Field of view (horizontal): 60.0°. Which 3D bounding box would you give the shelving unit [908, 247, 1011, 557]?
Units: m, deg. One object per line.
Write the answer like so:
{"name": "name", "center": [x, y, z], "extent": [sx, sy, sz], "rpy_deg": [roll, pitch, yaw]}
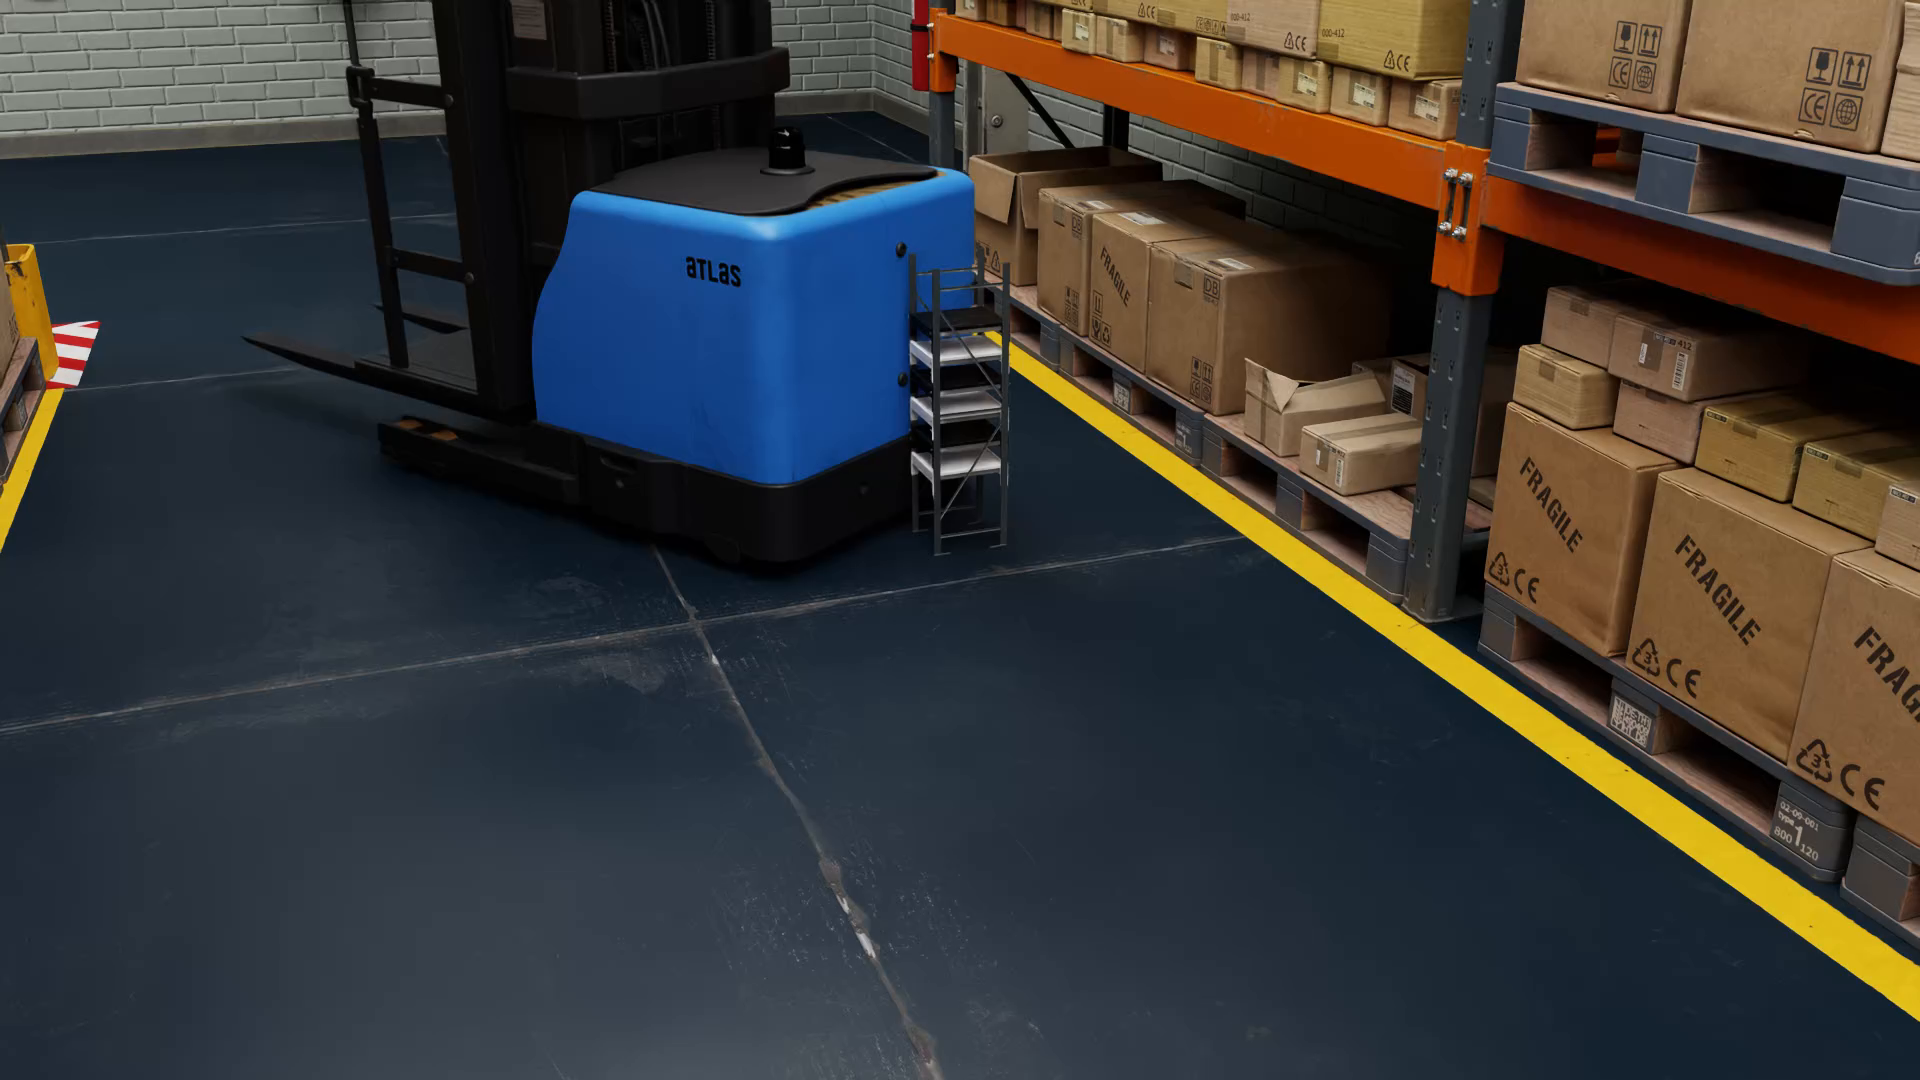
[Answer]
{"name": "shelving unit", "center": [-0.003, -0.418, 5.082], "extent": [0.258, 0.900, 0.210], "rpy_deg": [-8, 24, -19]}

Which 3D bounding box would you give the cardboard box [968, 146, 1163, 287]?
{"name": "cardboard box", "center": [0.469, -1.489, 7.594], "extent": [0.797, 0.503, 0.637], "rpy_deg": [-9, 25, -21]}

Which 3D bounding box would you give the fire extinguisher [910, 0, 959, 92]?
{"name": "fire extinguisher", "center": [-0.143, -2.464, 7.813], "extent": [0.296, 0.674, 0.183], "rpy_deg": [-8, 24, -19]}

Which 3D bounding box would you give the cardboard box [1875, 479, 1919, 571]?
{"name": "cardboard box", "center": [2.067, -0.026, 3.292], "extent": [0.380, 0.149, 0.250], "rpy_deg": [-8, 24, -19]}

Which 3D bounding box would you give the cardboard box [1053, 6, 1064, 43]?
{"name": "cardboard box", "center": [0.590, -2.035, 6.540], "extent": [0.380, 0.149, 0.250], "rpy_deg": [-8, 24, -18]}

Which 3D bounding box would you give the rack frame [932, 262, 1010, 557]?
{"name": "rack frame", "center": [0.033, -0.381, 4.995], "extent": [0.240, 0.900, 0.006], "rpy_deg": [-8, 24, -19]}

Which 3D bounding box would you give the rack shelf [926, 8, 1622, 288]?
{"name": "rack shelf", "center": [1.048, -1.623, 6.164], "extent": [1.077, 0.370, 4.000], "rpy_deg": [-8, 24, -19]}

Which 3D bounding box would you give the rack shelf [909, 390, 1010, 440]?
{"name": "rack shelf", "center": [-0.003, -0.387, 5.095], "extent": [0.258, 0.077, 0.200], "rpy_deg": [-8, 24, -19]}

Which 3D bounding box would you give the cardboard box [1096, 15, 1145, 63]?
{"name": "cardboard box", "center": [0.721, -1.840, 6.078], "extent": [0.380, 0.149, 0.250], "rpy_deg": [-8, 24, -18]}

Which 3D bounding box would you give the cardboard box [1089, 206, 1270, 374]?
{"name": "cardboard box", "center": [0.827, -0.966, 6.357], "extent": [0.500, 0.500, 0.500], "rpy_deg": [-8, 24, -18]}

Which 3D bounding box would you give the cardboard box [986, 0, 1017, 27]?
{"name": "cardboard box", "center": [0.334, -2.322, 7.221], "extent": [0.380, 0.149, 0.250], "rpy_deg": [-8, 24, -18]}

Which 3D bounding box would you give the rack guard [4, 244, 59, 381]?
{"name": "rack guard", "center": [-4.310, -0.855, 6.636], "extent": [1.175, 0.500, 0.348], "rpy_deg": [-8, 24, -19]}

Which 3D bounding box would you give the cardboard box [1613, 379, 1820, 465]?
{"name": "cardboard box", "center": [1.802, -0.311, 3.969], "extent": [0.380, 0.149, 0.250], "rpy_deg": [-9, 24, -20]}

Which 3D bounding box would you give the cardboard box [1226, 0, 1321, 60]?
{"name": "cardboard box", "center": [1.155, -1.627, 5.058], "extent": [0.500, 0.250, 0.500], "rpy_deg": [-8, 24, -19]}

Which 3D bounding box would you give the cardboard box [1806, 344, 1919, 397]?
{"name": "cardboard box", "center": [2.252, -0.379, 4.130], "extent": [0.380, 0.149, 0.250], "rpy_deg": [-8, 24, -19]}

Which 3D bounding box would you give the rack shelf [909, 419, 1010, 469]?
{"name": "rack shelf", "center": [-0.003, -0.304, 5.130], "extent": [0.258, 0.077, 0.200], "rpy_deg": [-8, 24, -19]}

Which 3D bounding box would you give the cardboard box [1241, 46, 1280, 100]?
{"name": "cardboard box", "center": [1.111, -1.475, 5.210], "extent": [0.380, 0.149, 0.250], "rpy_deg": [-8, 24, -18]}

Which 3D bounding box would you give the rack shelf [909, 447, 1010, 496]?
{"name": "rack shelf", "center": [-0.003, -0.221, 5.165], "extent": [0.258, 0.077, 0.200], "rpy_deg": [-8, 24, -19]}

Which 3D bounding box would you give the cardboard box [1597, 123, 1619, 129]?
{"name": "cardboard box", "center": [1.891, -1.271, 4.728], "extent": [0.380, 0.149, 0.250], "rpy_deg": [-8, 24, -19]}

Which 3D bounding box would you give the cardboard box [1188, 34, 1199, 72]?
{"name": "cardboard box", "center": [1.008, -1.673, 5.680], "extent": [0.380, 0.149, 0.250], "rpy_deg": [-8, 24, -18]}

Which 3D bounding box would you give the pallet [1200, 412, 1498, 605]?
{"name": "pallet", "center": [1.513, -0.192, 5.434], "extent": [1.003, 0.211, 1.213], "rpy_deg": [-8, 24, -19]}

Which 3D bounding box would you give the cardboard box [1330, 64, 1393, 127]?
{"name": "cardboard box", "center": [1.293, -1.285, 4.759], "extent": [0.380, 0.149, 0.250], "rpy_deg": [-8, 24, -18]}

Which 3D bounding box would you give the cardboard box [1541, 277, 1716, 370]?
{"name": "cardboard box", "center": [1.689, -0.547, 4.144], "extent": [0.380, 0.149, 0.250], "rpy_deg": [-9, 24, -20]}

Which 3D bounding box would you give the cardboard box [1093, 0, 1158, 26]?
{"name": "cardboard box", "center": [0.810, -1.997, 5.937], "extent": [0.500, 0.250, 0.500], "rpy_deg": [-9, 24, -20]}

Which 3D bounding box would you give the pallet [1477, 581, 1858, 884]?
{"name": "pallet", "center": [2.077, 0.348, 4.153], "extent": [1.003, 0.211, 1.213], "rpy_deg": [-8, 24, -19]}

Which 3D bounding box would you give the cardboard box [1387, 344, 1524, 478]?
{"name": "cardboard box", "center": [1.742, -0.455, 5.388], "extent": [0.500, 0.311, 0.500], "rpy_deg": [-7, 24, -17]}

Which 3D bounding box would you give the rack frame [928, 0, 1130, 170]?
{"name": "rack frame", "center": [0.341, -2.681, 7.749], "extent": [1.000, 3.000, 0.127], "rpy_deg": [-8, 24, -19]}

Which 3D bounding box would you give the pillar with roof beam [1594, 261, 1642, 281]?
{"name": "pillar with roof beam", "center": [-1.676, -3.778, 2.627], "extent": [9.100, 9.000, 0.400], "rpy_deg": [-8, 24, -19]}

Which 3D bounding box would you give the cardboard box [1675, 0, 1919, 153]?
{"name": "cardboard box", "center": [1.899, -1.073, 3.263], "extent": [0.700, 0.500, 0.500], "rpy_deg": [-8, 24, -18]}

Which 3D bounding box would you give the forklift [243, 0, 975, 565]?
{"name": "forklift", "center": [-1.428, -1.712, 5.539], "extent": [3.031, 2.935, 1.130], "rpy_deg": [16, 28, 33]}

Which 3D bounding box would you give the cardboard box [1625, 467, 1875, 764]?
{"name": "cardboard box", "center": [1.912, 0.130, 3.758], "extent": [0.500, 0.500, 0.500], "rpy_deg": [-9, 24, -20]}

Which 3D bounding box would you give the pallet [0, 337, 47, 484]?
{"name": "pallet", "center": [-3.945, -0.434, 6.007], "extent": [1.003, 0.211, 1.213], "rpy_deg": [-8, 24, -19]}

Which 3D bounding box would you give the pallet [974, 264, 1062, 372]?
{"name": "pallet", "center": [0.651, -1.079, 7.538], "extent": [1.003, 0.211, 1.213], "rpy_deg": [-8, 24, -19]}

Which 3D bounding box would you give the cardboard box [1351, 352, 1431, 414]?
{"name": "cardboard box", "center": [1.589, -0.537, 5.793], "extent": [0.380, 0.149, 0.250], "rpy_deg": [-9, 24, -20]}
